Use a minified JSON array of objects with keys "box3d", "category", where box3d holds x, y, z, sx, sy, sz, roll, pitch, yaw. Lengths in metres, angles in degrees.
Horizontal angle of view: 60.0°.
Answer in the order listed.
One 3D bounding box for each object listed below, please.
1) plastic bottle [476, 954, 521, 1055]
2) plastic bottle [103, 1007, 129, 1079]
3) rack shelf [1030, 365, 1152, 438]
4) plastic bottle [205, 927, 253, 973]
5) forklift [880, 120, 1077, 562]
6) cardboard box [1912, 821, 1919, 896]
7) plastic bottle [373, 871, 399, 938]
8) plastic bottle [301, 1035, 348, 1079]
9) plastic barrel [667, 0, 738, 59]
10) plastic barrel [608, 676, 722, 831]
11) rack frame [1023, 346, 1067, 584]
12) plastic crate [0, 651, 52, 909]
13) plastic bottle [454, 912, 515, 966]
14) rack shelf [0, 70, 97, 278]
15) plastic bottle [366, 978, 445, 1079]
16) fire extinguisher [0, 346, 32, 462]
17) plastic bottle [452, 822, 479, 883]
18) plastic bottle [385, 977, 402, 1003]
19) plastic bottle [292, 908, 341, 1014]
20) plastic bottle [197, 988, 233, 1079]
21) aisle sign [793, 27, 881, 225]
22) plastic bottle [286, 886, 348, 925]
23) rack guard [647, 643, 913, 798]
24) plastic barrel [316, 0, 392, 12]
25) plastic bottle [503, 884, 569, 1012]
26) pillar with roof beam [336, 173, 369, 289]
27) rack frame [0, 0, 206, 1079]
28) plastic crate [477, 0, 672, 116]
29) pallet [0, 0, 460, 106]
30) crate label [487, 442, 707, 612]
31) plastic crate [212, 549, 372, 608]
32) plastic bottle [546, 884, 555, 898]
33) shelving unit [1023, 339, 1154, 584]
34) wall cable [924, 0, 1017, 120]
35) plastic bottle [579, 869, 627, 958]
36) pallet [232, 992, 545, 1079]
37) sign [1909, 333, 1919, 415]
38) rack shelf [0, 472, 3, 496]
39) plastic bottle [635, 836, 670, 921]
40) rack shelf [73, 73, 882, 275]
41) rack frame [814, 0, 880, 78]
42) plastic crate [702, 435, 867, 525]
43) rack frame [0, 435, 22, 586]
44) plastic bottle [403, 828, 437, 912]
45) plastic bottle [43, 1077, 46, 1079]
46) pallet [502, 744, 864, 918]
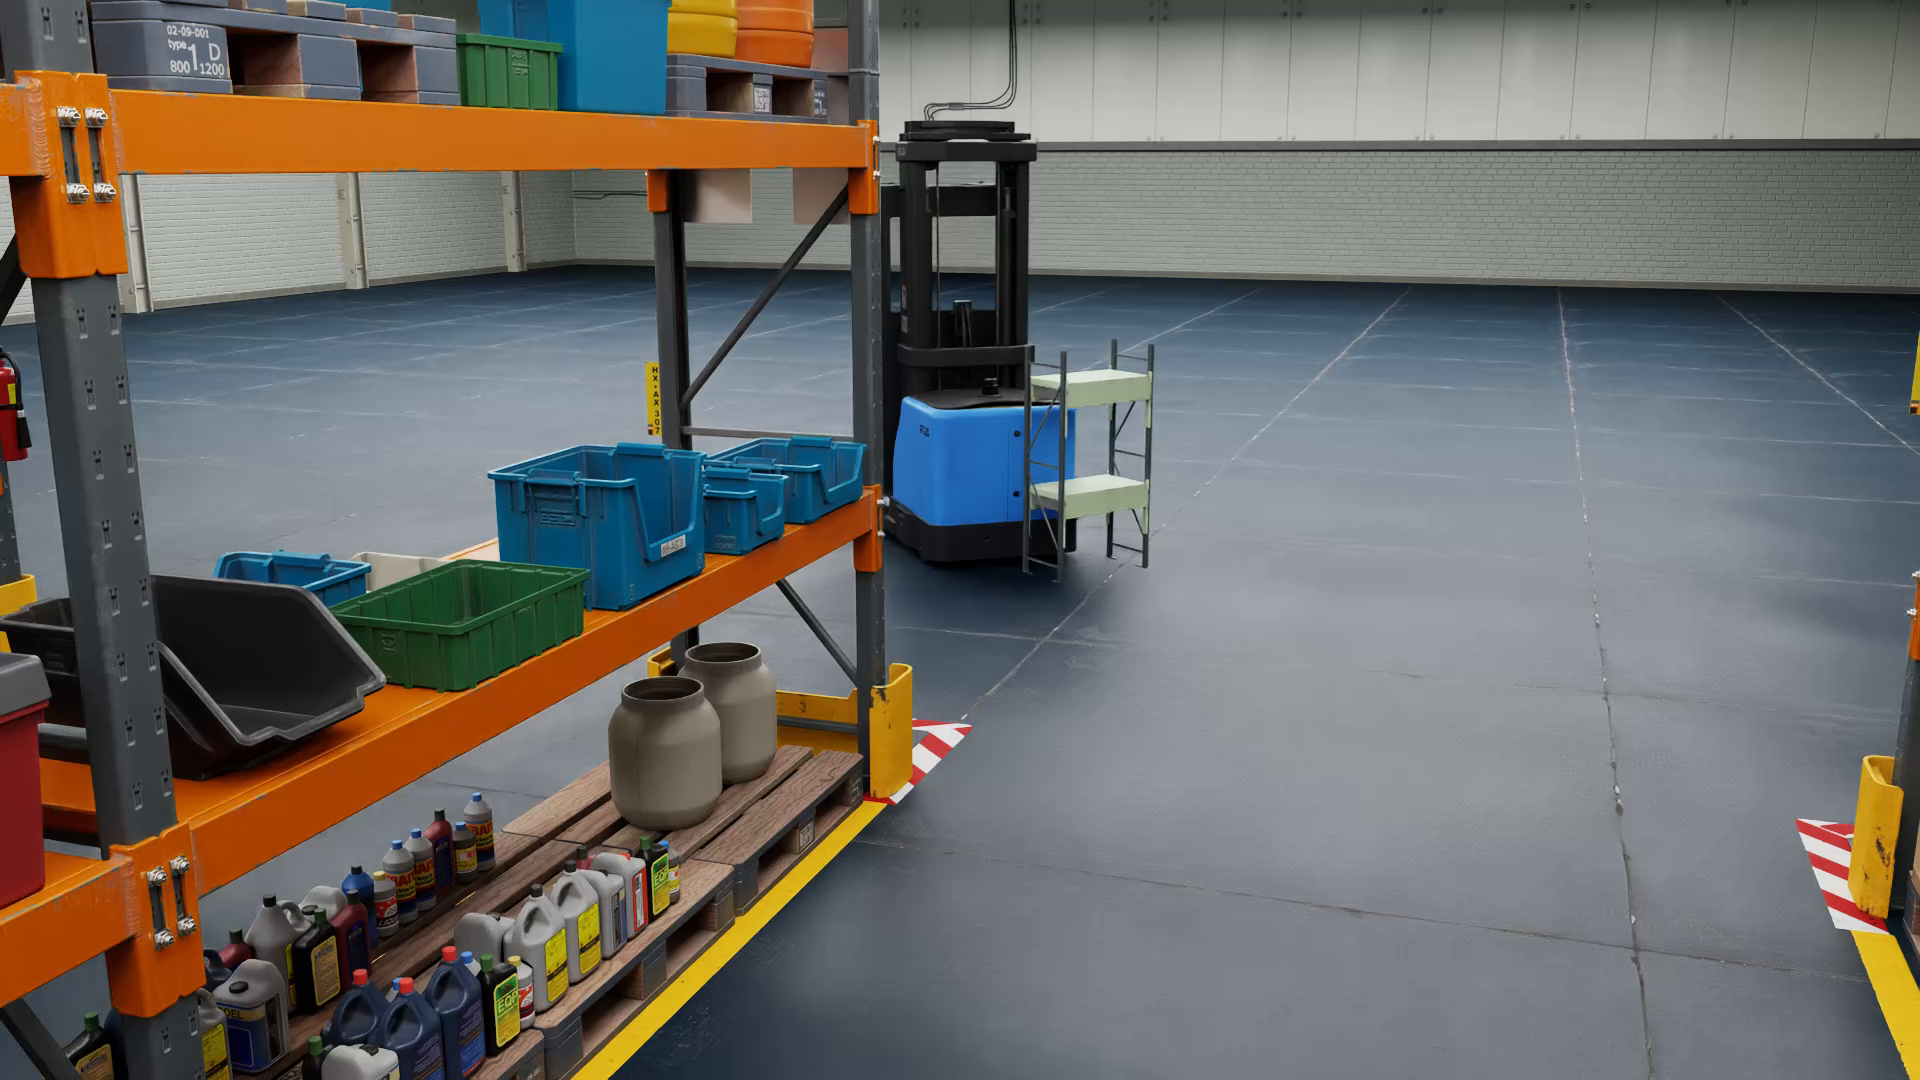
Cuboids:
[{"box3d":[-1.308,1.293,4.699,0.061,0.283,0.133,5,14,21],"category":"plastic bottle"},{"box3d":[-2.180,1.315,4.449,0.144,0.351,0.185,4,13,17],"category":"plastic bottle"},{"box3d":[0.841,-0.910,10.846,0.720,0.370,0.431,-9,16,-35],"category":"rack shelf"},{"box3d":[-2.104,1.270,4.797,0.061,0.283,0.133,5,14,22],"category":"plastic bottle"},{"box3d":[-0.125,-1.565,12.258,1.130,2.935,3.031,-4,13,-17],"category":"forklift"},{"box3d":[3.480,1.142,5.477,0.500,0.250,0.500,4,14,18],"category":"cardboard box"},{"box3d":[-1.878,1.175,5.397,0.097,0.201,0.097,0,13,0],"category":"plastic bottle"},{"box3d":[-1.620,1.391,4.268,0.061,0.283,0.133,4,14,18],"category":"plastic bottle"},{"box3d":[-1.070,-1.957,5.715,0.600,0.588,0.600,0,13,0],"category":"plastic barrel"},{"box3d":[-1.124,0.810,6.345,0.421,0.512,0.421,0,13,0],"category":"plastic barrel"},{"box3d":[0.543,-0.482,10.726,0.023,1.500,0.400,-9,16,-35],"category":"rack frame"},{"box3d":[-1.983,0.487,2.968,0.402,0.464,0.583,4,14,18],"category":"plastic crate"},{"box3d":[-1.411,1.233,4.976,0.152,0.276,0.135,4,14,18],"category":"plastic bottle"},{"box3d":[-2.763,-0.296,1.420,1.077,0.370,4.000,4,14,18],"category":"rack shelf"},{"box3d":[-1.462,1.331,4.378,0.144,0.351,0.185,5,14,20],"category":"plastic bottle"},{"box3d":[-5.035,-0.758,8.740,0.296,0.674,0.183,4,14,18],"category":"fire extinguisher"},{"box3d":[-1.736,1.083,5.801,0.097,0.201,0.097,0,13,0],"category":"plastic bottle"},{"box3d":[-1.529,1.331,4.559,0.097,0.271,0.097,0,13,0],"category":"plastic bottle"},{"box3d":[-1.908,1.242,4.923,0.061,0.283,0.133,4,14,18],"category":"plastic bottle"},{"box3d":[-2.043,1.325,4.404,0.144,0.351,0.185,4,14,18],"category":"plastic bottle"},{"box3d":[-0.517,-1.709,6.892,0.394,0.787,0.004,4,14,18],"category":"aisle sign"},{"box3d":[-1.957,1.209,5.081,0.152,0.276,0.135,5,14,19],"category":"plastic bottle"},{"box3d":[-0.801,0.790,7.402,1.175,0.500,0.348,4,14,18],"category":"rack guard"},{"box3d":[-1.692,-1.719,3.967,0.600,0.901,0.708,4,14,18],"category":"plastic barrel"},{"box3d":[-1.263,1.202,4.944,0.144,0.351,0.185,4,14,18],"category":"plastic bottle"},{"box3d":[-8.822,-9.461,33.215,9.100,9.000,0.400,4,14,18],"category":"pillar with roof beam"},{"box3d":[-2.119,0.394,3.520,0.949,2.616,0.053,4,14,18],"category":"rack frame"},{"box3d":[-1.153,-1.479,5.022,0.392,0.384,0.575,4,14,18],"category":"plastic crate"},{"box3d":[-1.974,-1.135,3.902,1.213,0.211,1.003,4,14,18],"category":"pallet"},{"box3d":[-1.161,-0.058,5.421,0.502,0.435,0.616,4,14,18],"category":"crate label"},{"box3d":[-2.014,0.214,4.642,0.499,0.251,0.616,4,14,18],"category":"plastic crate"},{"box3d":[-1.277,1.196,5.309,0.097,0.201,0.097,0,13,0],"category":"plastic bottle"},{"box3d":[0.840,-0.529,10.934,0.755,1.500,0.431,-9,16,-35],"category":"shelving unit"},{"box3d":[0.228,-12.530,39.021,2.305,6.003,0.169,4,14,18],"category":"wall cable"},{"box3d":[-1.153,1.164,5.278,0.152,0.276,0.135,4,13,17],"category":"plastic bottle"},{"box3d":[-1.859,1.616,4.435,1.003,0.211,1.213,4,14,18],"category":"pallet"},{"box3d":[3.341,-0.592,5.718,0.100,0.325,0.005,4,14,18],"category":"sign"},{"box3d":[-6.155,-0.032,7.006,1.077,0.370,4.000,4,14,18],"category":"rack shelf"},{"box3d":[-1.021,1.106,5.516,0.061,0.283,0.133,5,14,20],"category":"plastic bottle"},{"box3d":[-1.468,-1.138,5.110,1.077,0.370,4.000,4,14,18],"category":"rack shelf"},{"box3d":[-0.821,-3.372,6.541,1.000,3.000,0.127,4,14,18],"category":"rack frame"},{"box3d":[-0.700,-0.248,6.669,0.499,0.251,0.616,4,14,18],"category":"plastic crate"},{"box3d":[-5.508,-0.804,8.771,1.000,3.000,0.127,4,14,18],"category":"rack frame"},{"box3d":[-1.814,1.099,5.573,0.097,0.271,0.097,0,13,0],"category":"plastic bottle"},{"box3d":[-2.293,1.445,4.214,0.097,0.201,0.097,0,13,0],"category":"plastic bottle"},{"box3d":[-1.069,1.102,6.686,1.003,0.211,1.213,4,14,18],"category":"pallet"}]
